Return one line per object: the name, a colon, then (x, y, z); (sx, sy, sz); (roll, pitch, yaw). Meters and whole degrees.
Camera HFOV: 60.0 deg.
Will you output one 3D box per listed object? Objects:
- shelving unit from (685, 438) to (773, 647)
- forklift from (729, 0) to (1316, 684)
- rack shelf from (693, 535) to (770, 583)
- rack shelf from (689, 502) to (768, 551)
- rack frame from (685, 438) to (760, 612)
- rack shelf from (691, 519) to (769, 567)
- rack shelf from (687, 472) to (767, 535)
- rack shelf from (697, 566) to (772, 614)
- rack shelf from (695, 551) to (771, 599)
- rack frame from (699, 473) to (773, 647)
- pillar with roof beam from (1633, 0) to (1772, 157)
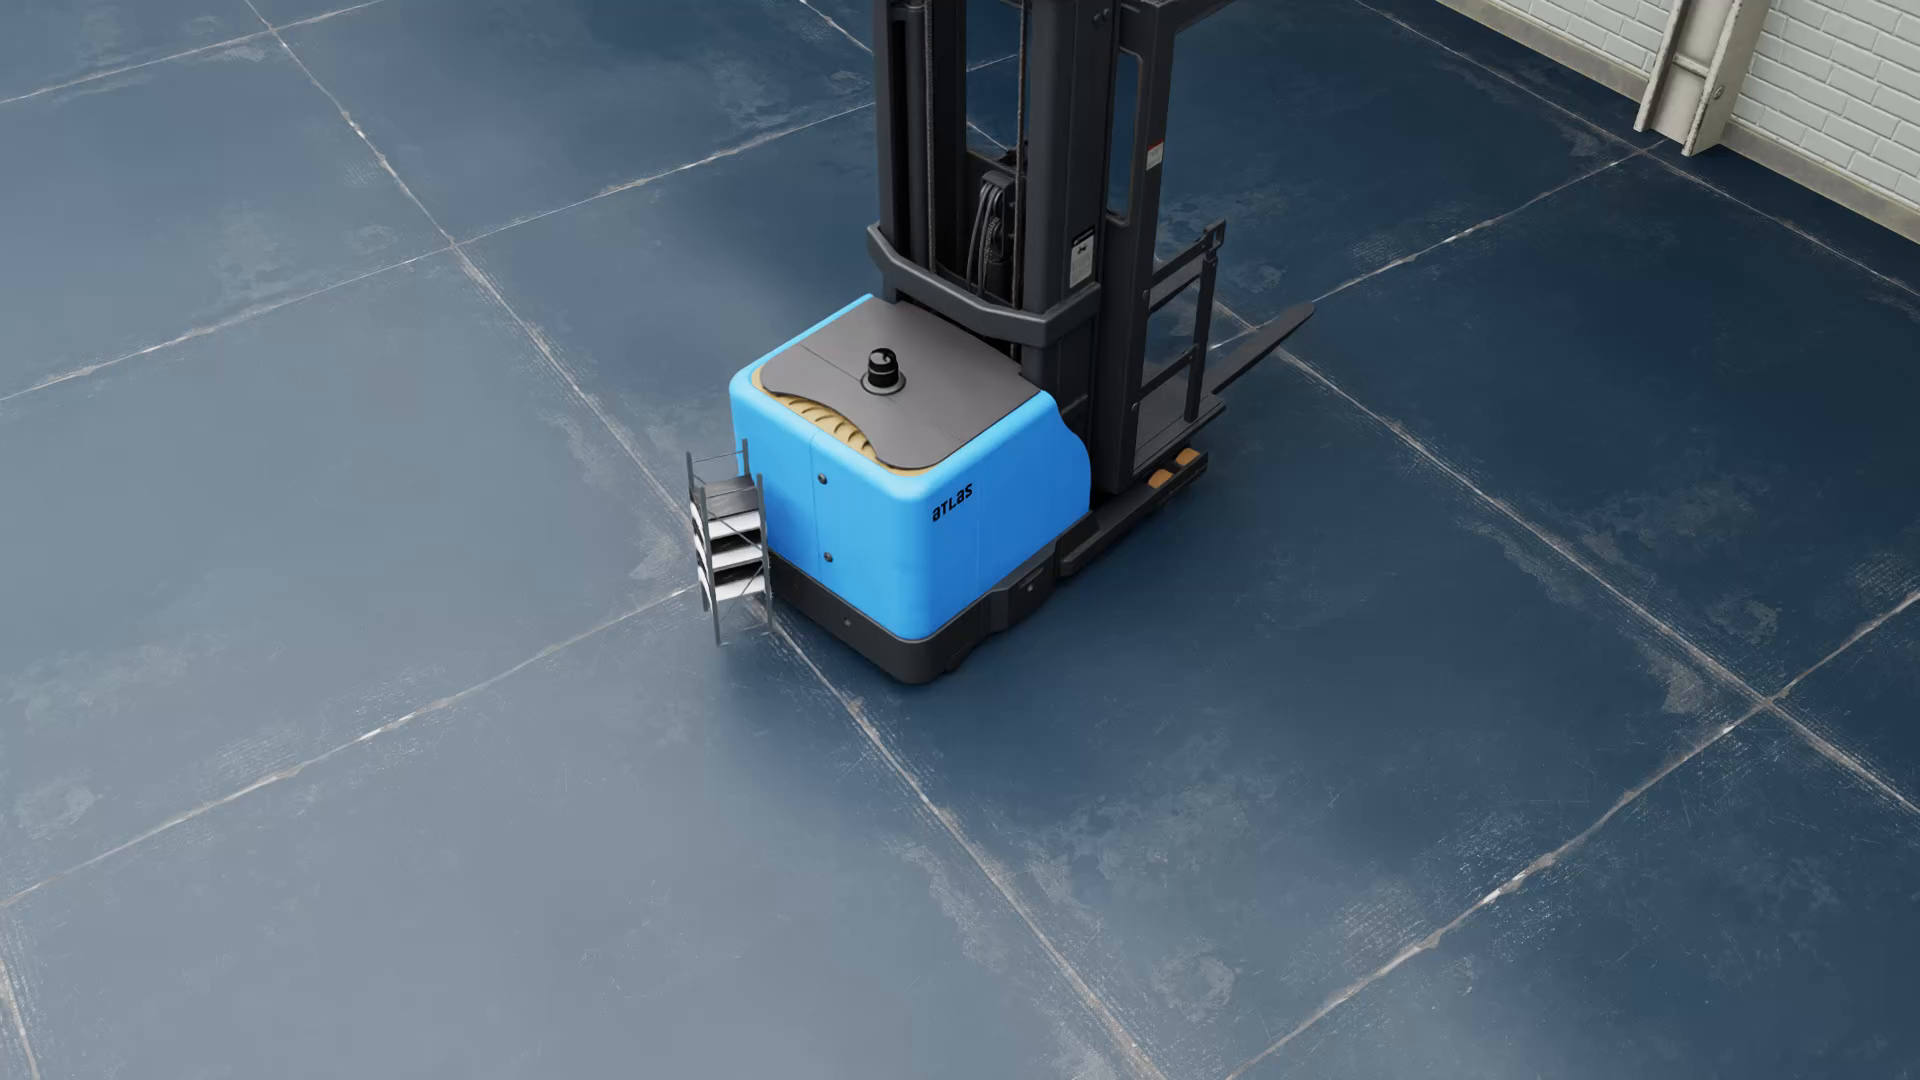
shelving unit: (-0.902, 0.023, 6.549); (0.258, 0.900, 0.210); (-14, 48, -16)
forklift: (0.467, -1.425, 6.611); (1.130, 2.935, 3.031); (32, 52, 29)
rack shelf: (-0.903, 0.047, 6.573); (0.258, 0.077, 0.200); (-14, 48, -16)
rack shelf: (-0.897, -0.079, 6.444); (0.258, 0.077, 0.200); (-14, 48, -16)
rack frame: (-0.938, -0.046, 6.615); (0.240, 0.900, 0.006); (-14, 48, -16)
rack shelf: (-0.900, -0.016, 6.508); (0.258, 0.077, 0.200); (-14, 48, -16)
rack shelf: (-0.894, -0.142, 6.380); (0.258, 0.077, 0.200); (-14, 48, -16)
rack shelf: (-0.909, 0.172, 6.702); (0.258, 0.077, 0.200); (-14, 48, -16)
rack shelf: (-0.906, 0.109, 6.637); (0.258, 0.077, 0.200); (-14, 48, -16)
rack frame: (-0.866, 0.092, 6.484); (0.240, 0.900, 0.006); (-14, 48, -16)
pillar with roof beam: (0.664, -3.925, 4.835); (9.100, 9.000, 0.400); (-26, 49, -24)
